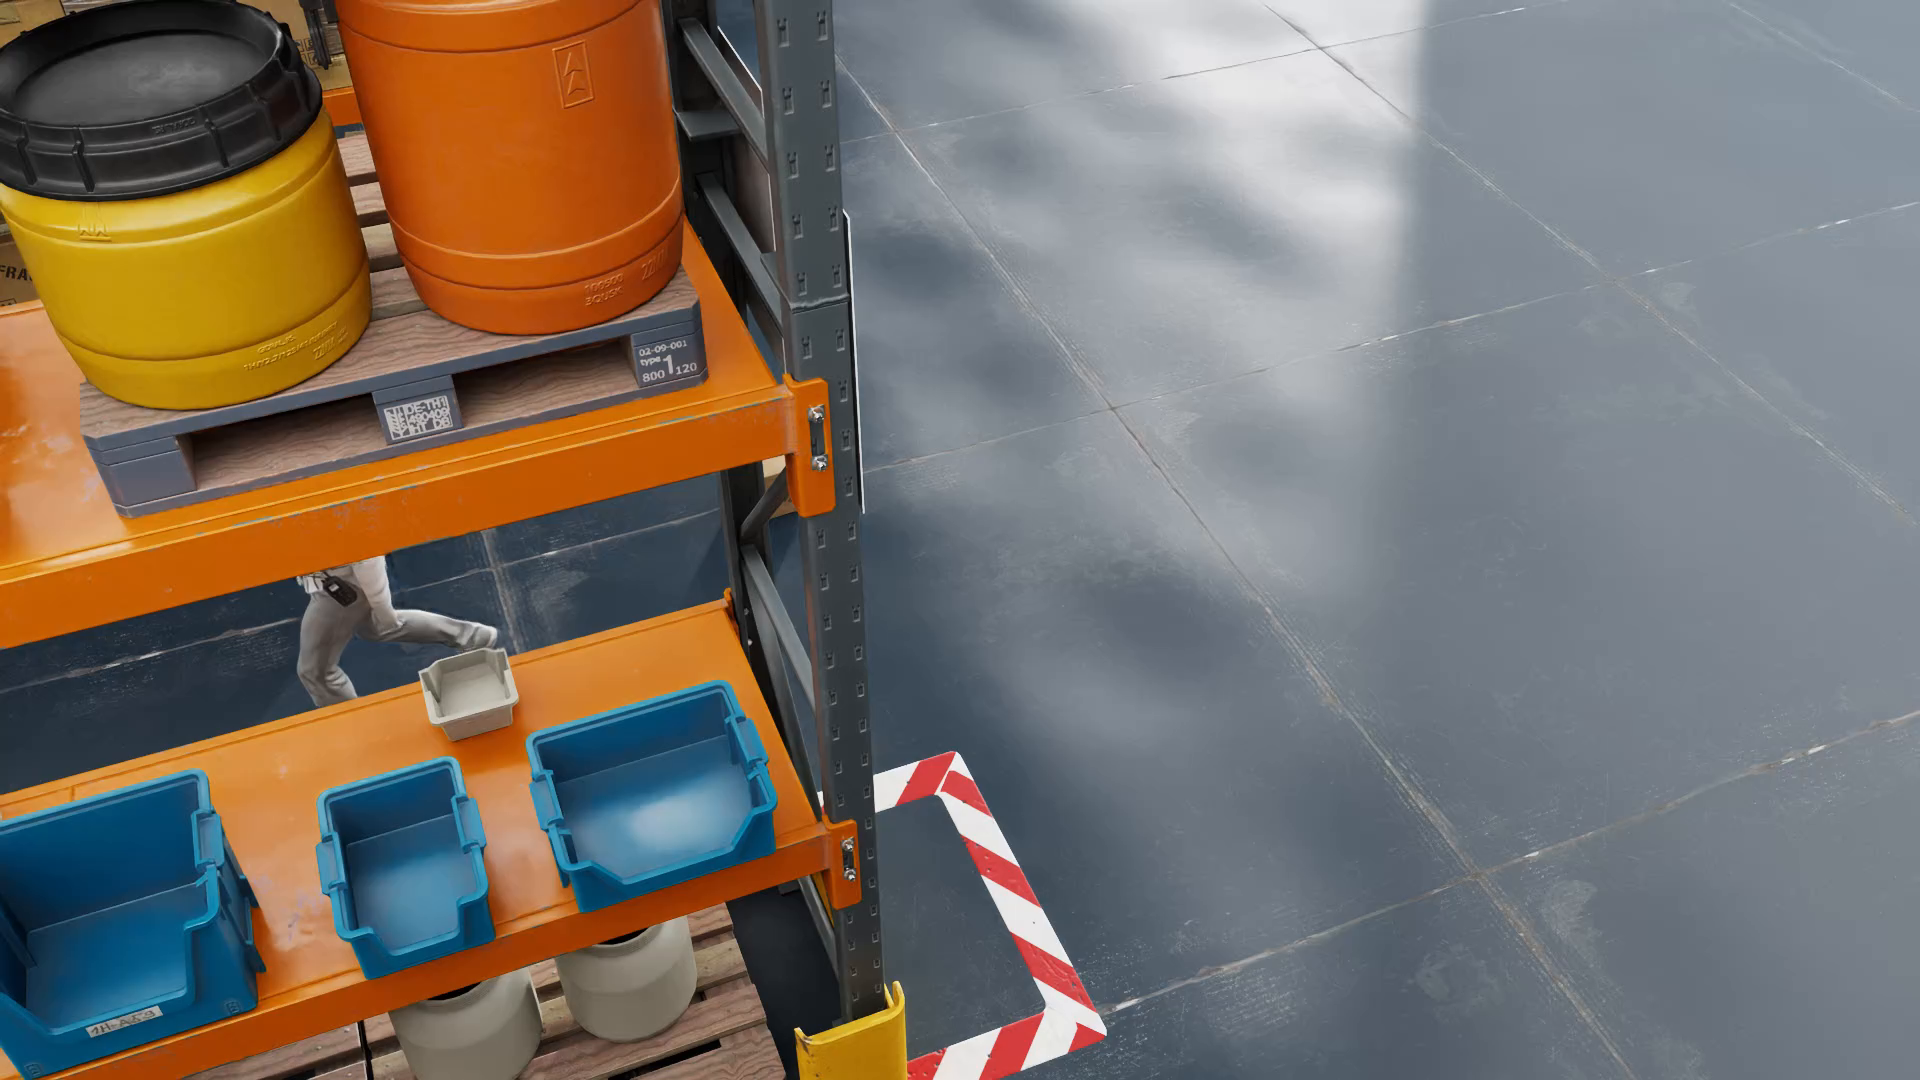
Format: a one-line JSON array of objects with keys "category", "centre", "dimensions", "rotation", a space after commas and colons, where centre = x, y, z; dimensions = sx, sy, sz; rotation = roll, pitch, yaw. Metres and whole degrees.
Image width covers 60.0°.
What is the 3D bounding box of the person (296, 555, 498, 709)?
[{"category": "person", "centre": [-2.202, 0.092, 6.024], "dimensions": [0.874, 1.642, 0.486], "rotation": [-17, 45, -18]}]
